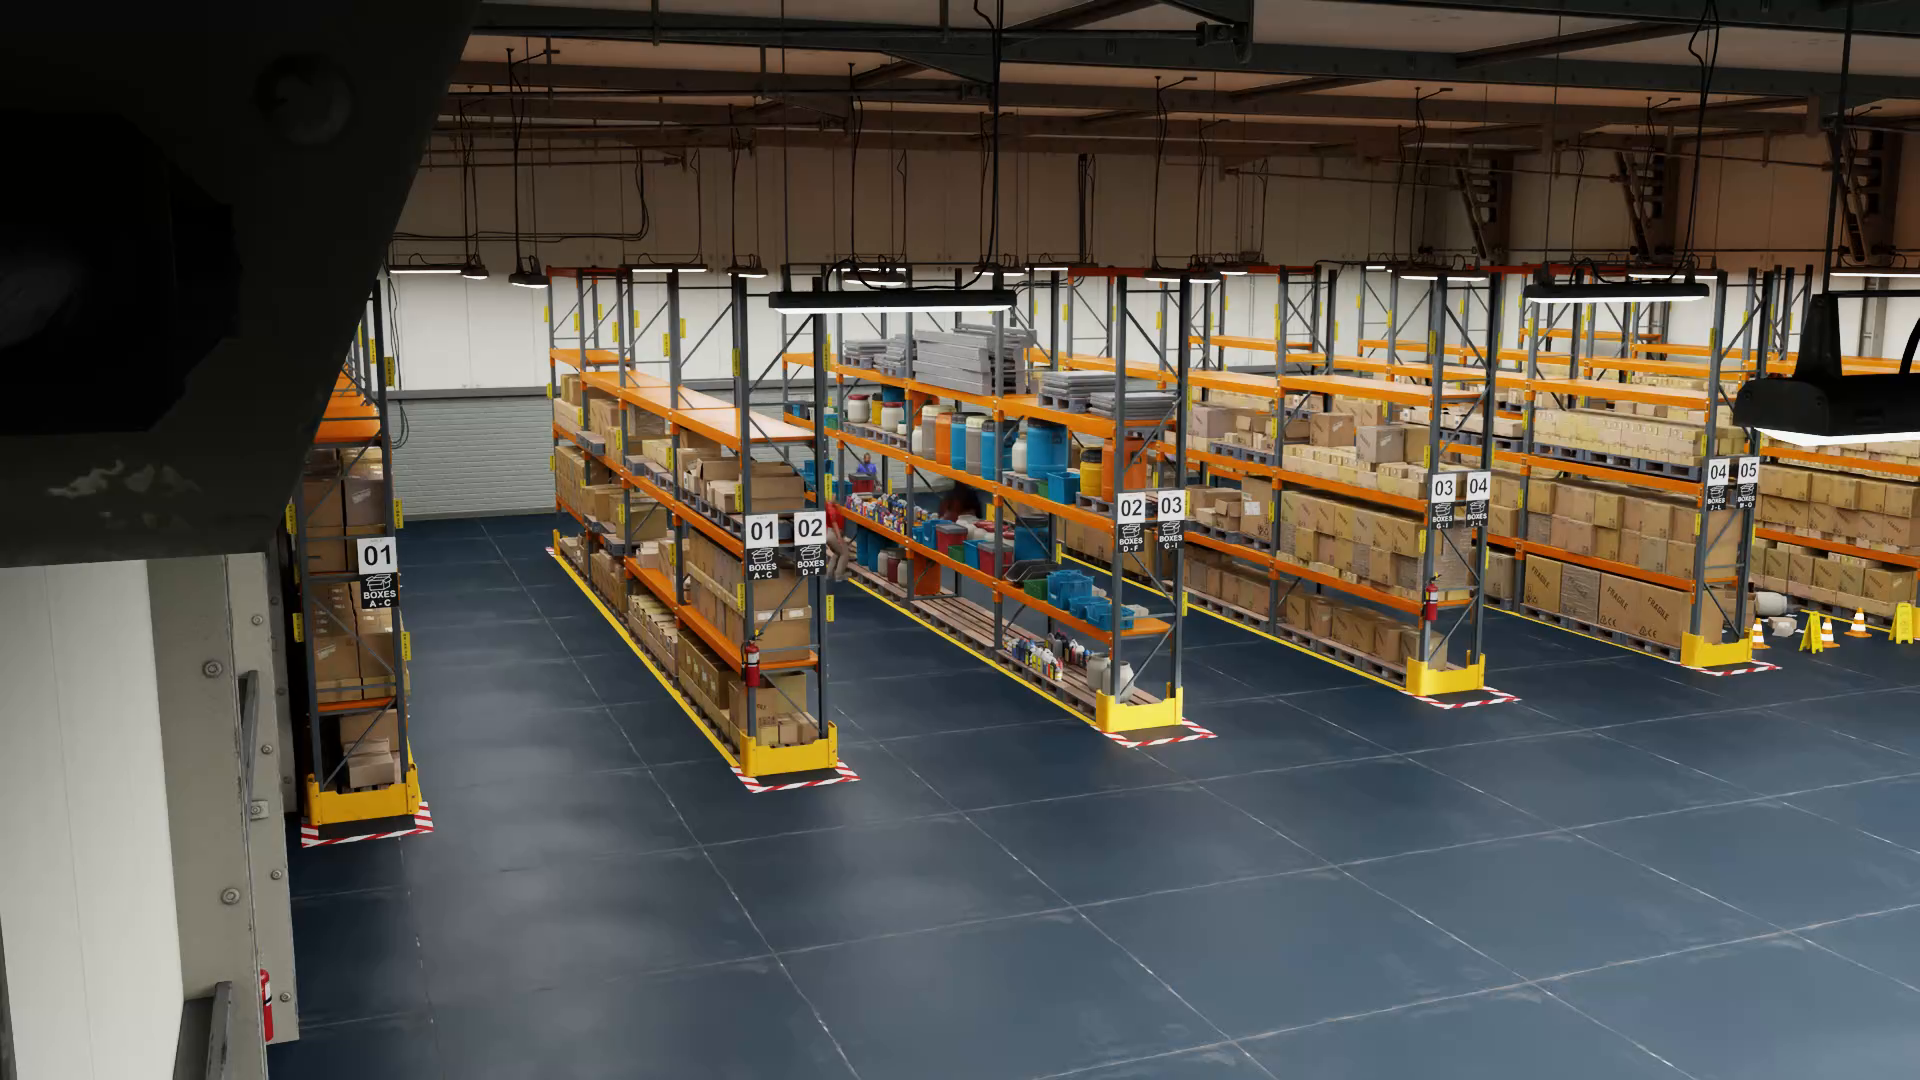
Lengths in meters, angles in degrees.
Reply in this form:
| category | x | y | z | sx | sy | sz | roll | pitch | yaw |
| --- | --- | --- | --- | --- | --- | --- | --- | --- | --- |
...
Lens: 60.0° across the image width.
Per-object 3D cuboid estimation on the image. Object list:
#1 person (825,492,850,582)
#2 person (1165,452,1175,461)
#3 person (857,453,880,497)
| category | x | y | z | sx | sy | sz | roll | pitch | yaw |
| --- | --- | --- | --- | --- | --- | --- | --- | --- | --- |
| person | -2.279 | -0.075 | 30.612 | 0.439 | 1.652 | 0.602 | -4 | 11 | -22 |
| person | 5.227 | -1.655 | 41.540 | 0.489 | 1.610 | 0.335 | -5 | 11 | -26 |
| person | -2.190 | -1.263 | 39.215 | 0.495 | 1.611 | 0.977 | -5 | 11 | -29 |
